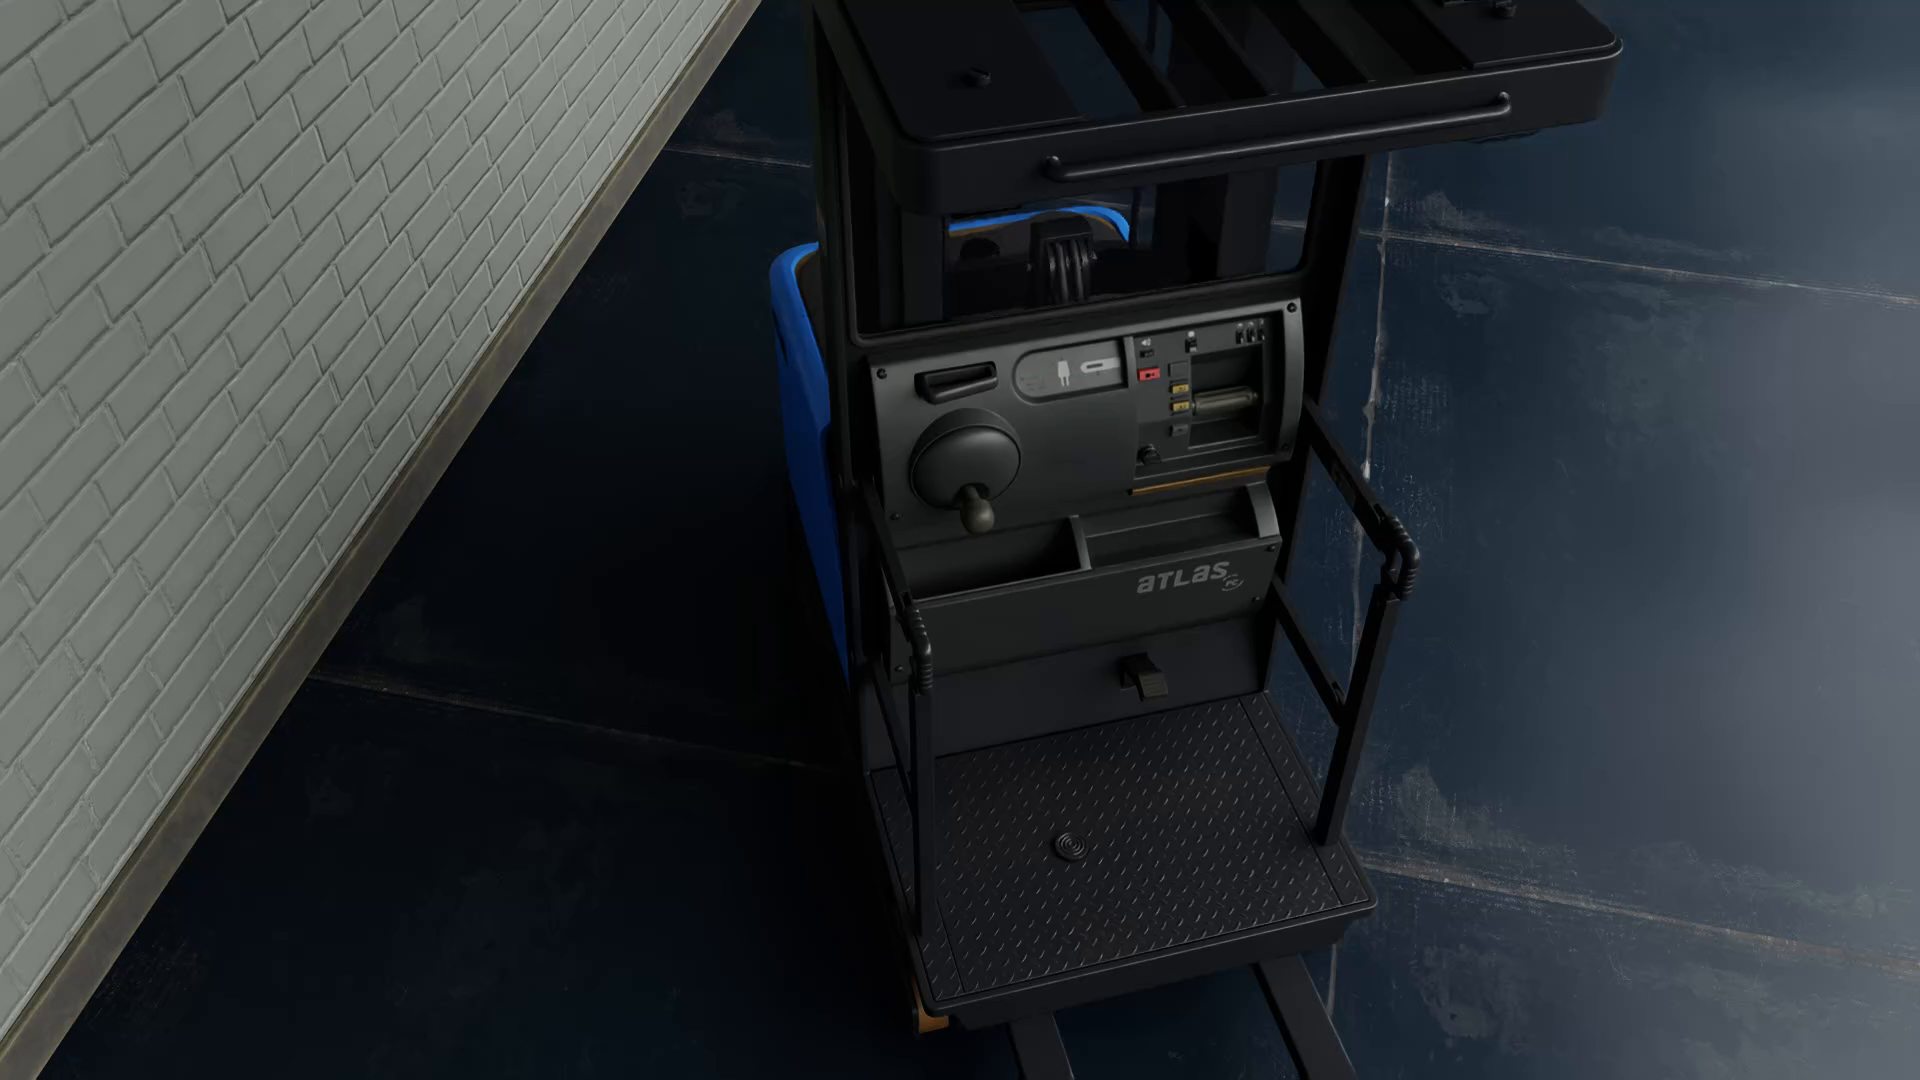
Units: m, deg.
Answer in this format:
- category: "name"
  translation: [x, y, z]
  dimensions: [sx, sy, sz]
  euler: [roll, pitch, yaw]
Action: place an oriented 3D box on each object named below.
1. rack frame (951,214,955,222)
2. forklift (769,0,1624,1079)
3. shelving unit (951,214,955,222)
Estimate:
- category: "rack frame"
  translation: [0.008, -0.579, 5.201]
  dimensions: [0.006, 0.900, 0.240]
  euler: [-10, 45, -11]
- category: "forklift"
  translation: [0.332, -0.176, 3.319]
  dimensions: [1.130, 2.935, 3.031]
  euler: [-10, 45, -11]
- category: "shelving unit"
  translation: [-0.090, -0.561, 5.183]
  dimensions: [0.210, 0.900, 0.258]
  euler: [-10, 45, -11]
